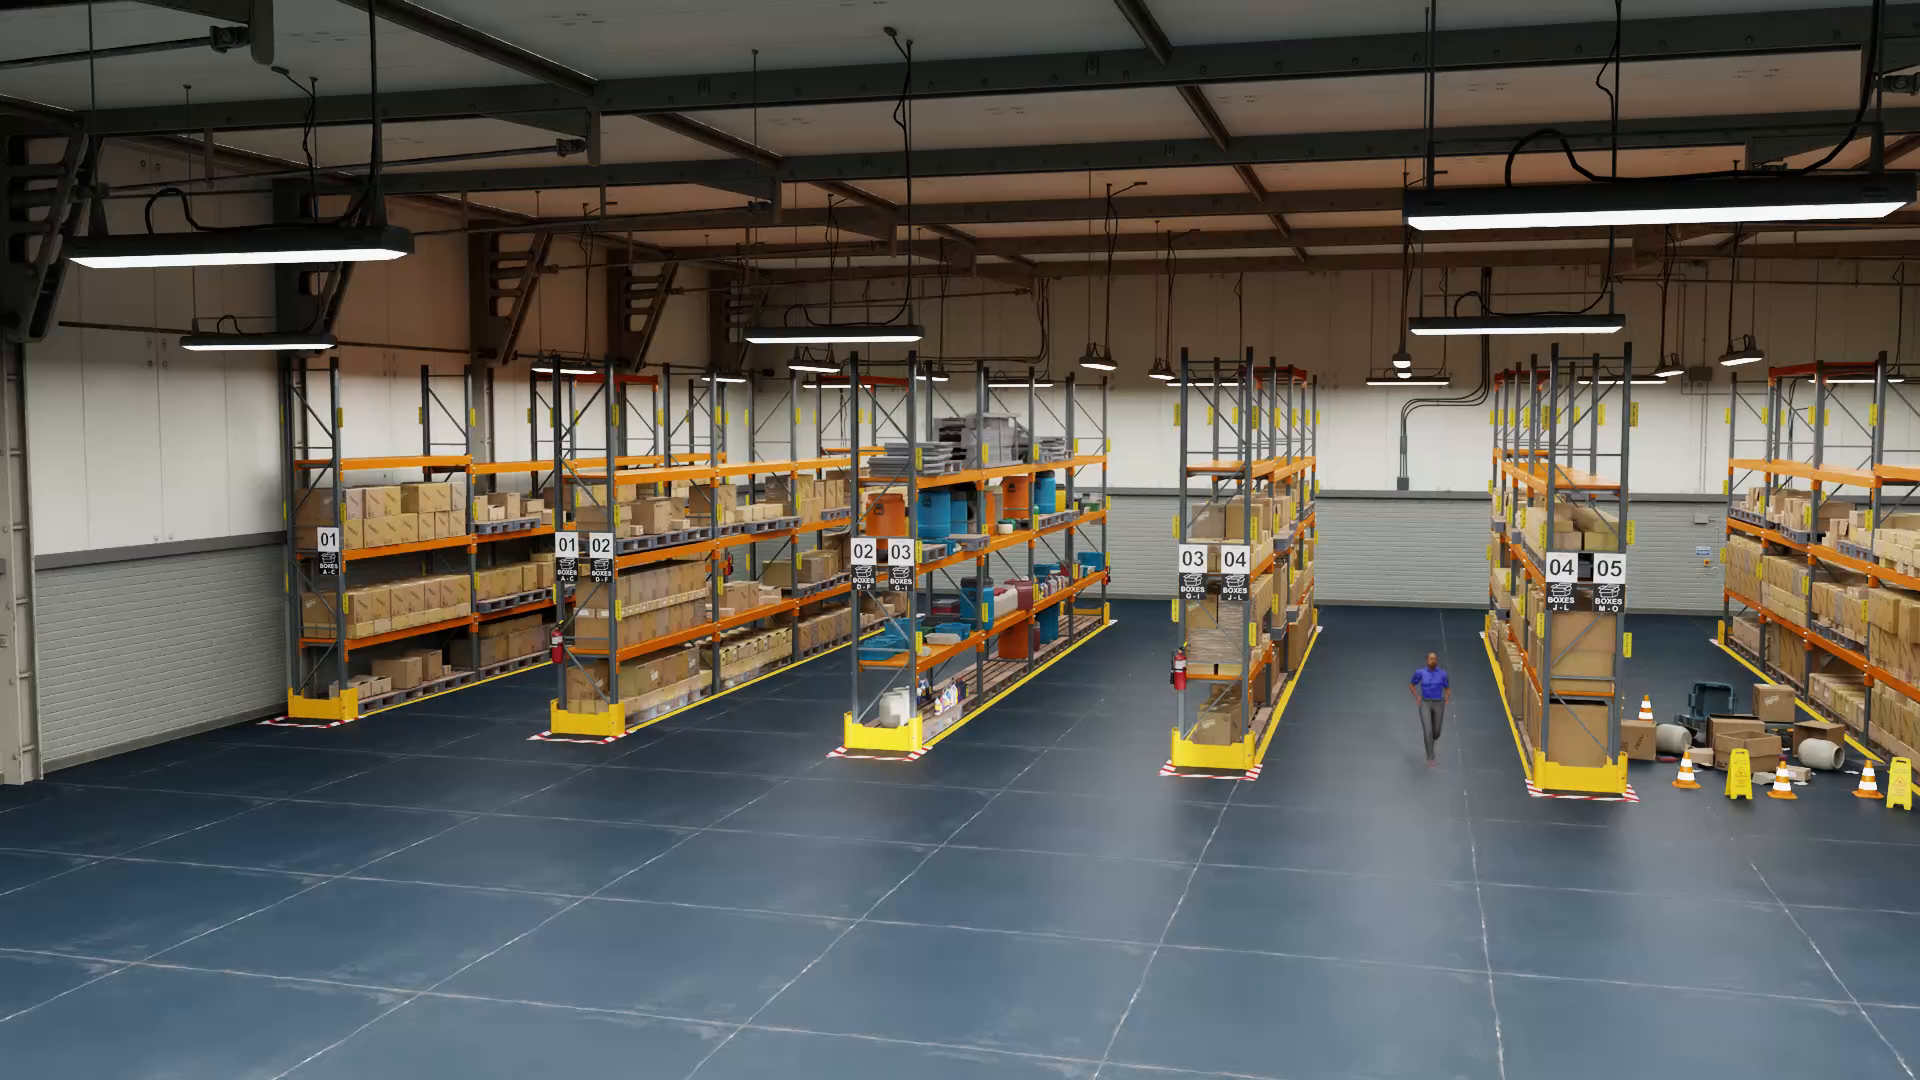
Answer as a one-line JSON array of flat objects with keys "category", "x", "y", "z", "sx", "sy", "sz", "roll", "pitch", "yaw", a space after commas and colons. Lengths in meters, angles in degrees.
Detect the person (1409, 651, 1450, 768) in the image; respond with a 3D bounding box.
[{"category": "person", "x": 6.826, "y": 2.432, "z": 24.154, "sx": 0.577, "sy": 1.643, "sz": 0.760, "roll": 0, "pitch": 4, "yaw": 6}]
